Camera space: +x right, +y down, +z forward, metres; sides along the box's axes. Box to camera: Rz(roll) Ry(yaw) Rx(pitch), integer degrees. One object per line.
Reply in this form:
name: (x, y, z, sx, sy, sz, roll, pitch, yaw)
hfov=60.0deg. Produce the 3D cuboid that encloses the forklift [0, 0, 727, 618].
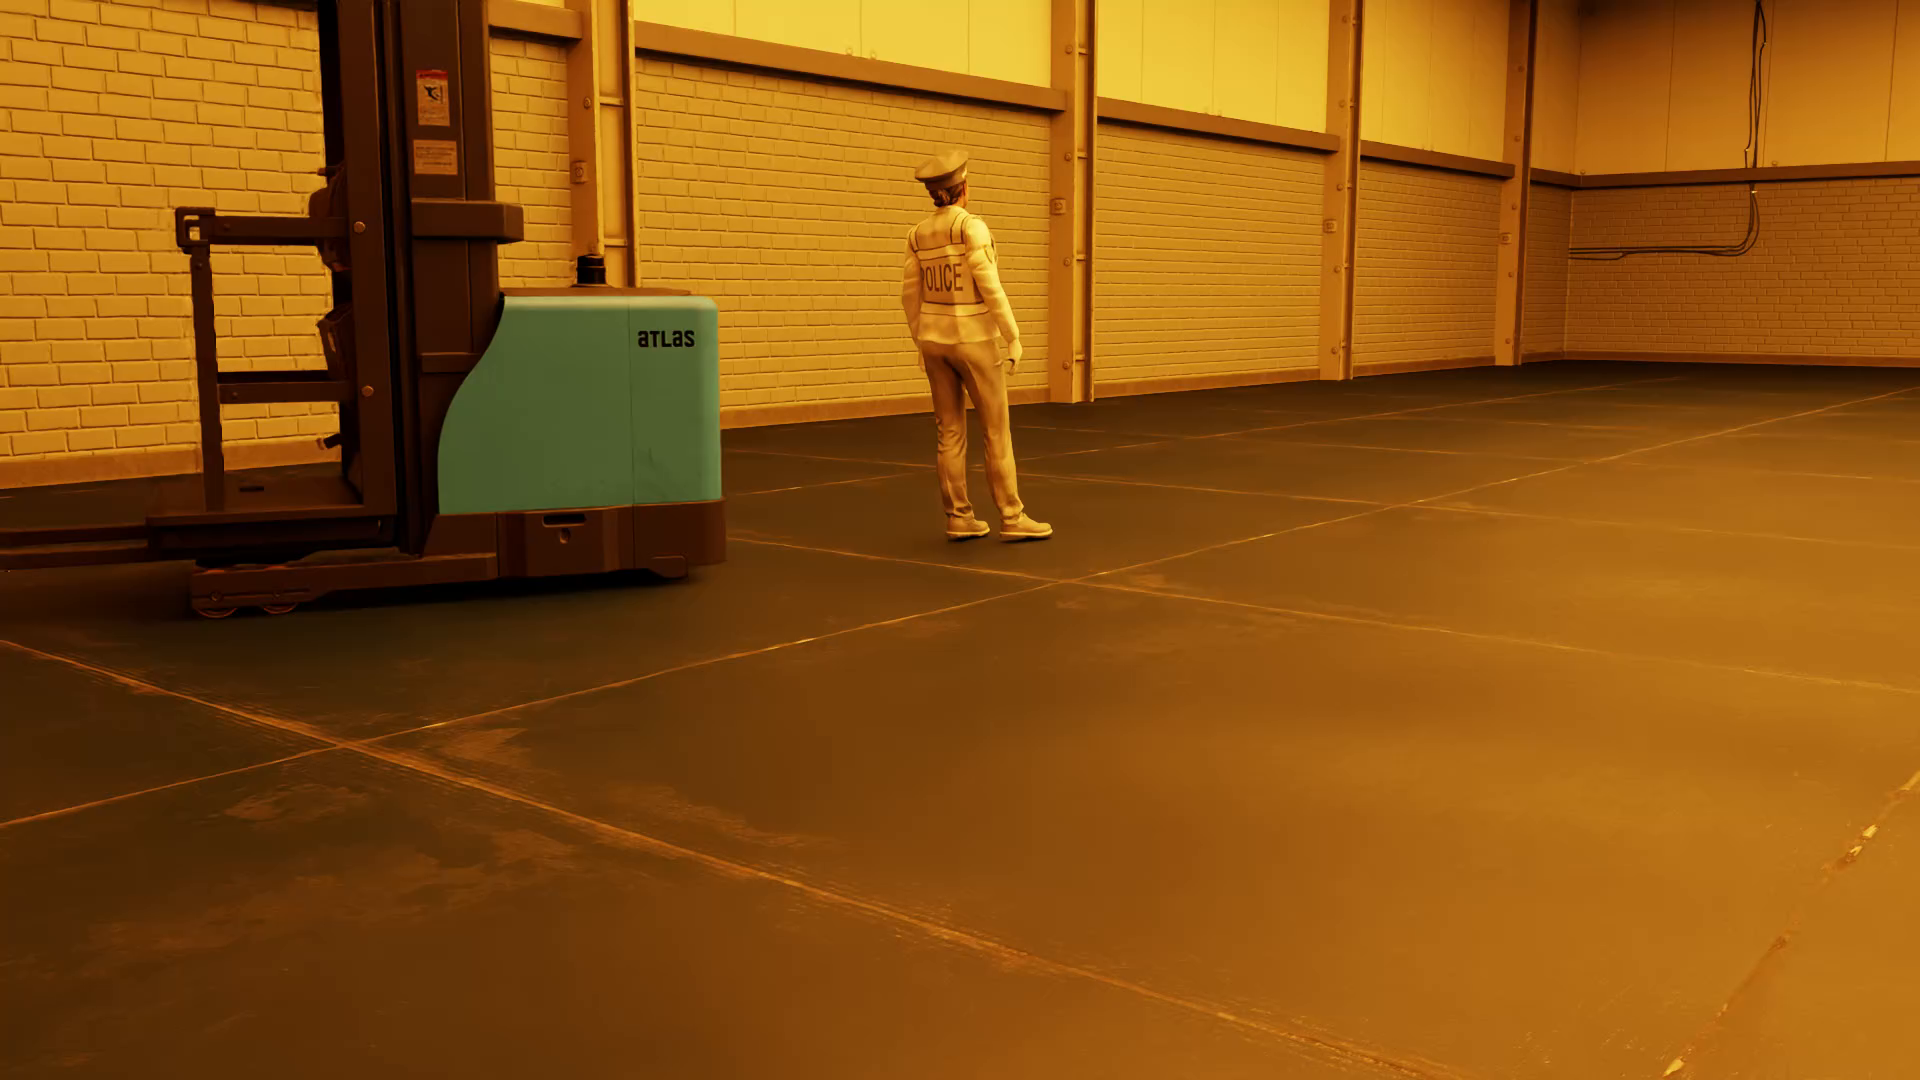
forklift: (-2.459, -1.273, 5.982, 3.031, 2.935, 1.130, -4, 9, -24)

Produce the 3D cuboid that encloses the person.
person: (0.047, -0.853, 7.329, 0.587, 1.696, 0.534, 7, 11, 38)
